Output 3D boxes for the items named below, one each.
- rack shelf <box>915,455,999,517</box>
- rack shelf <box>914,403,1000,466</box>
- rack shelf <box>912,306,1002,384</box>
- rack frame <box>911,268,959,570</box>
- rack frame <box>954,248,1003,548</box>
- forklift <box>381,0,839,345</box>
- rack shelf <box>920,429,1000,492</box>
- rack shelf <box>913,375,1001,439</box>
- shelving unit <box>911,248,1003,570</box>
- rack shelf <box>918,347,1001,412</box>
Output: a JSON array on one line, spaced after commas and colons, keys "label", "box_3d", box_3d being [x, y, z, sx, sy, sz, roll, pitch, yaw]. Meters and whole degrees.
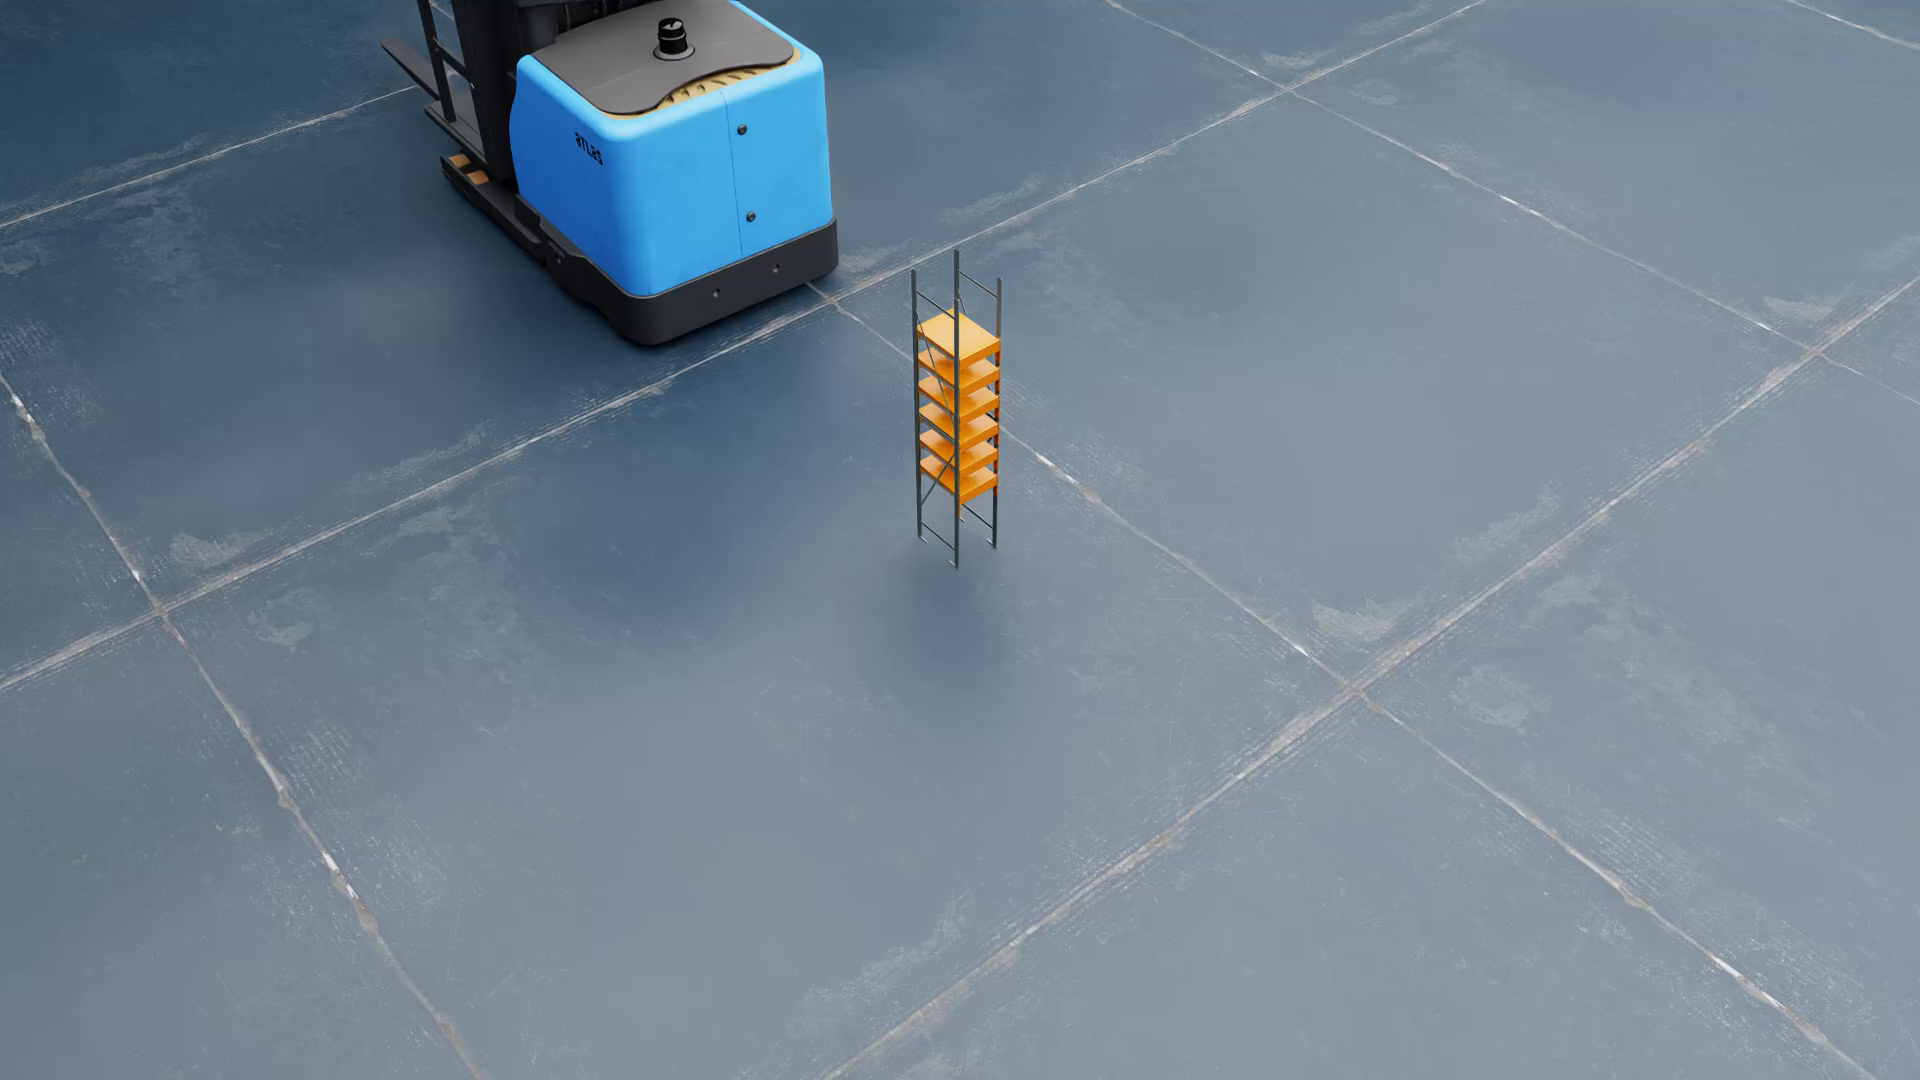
[{"label": "rack shelf", "box_3d": [-0.011, -0.224, 6.027, 0.180, 0.103, 0.258, -30, 51, -28]}, {"label": "rack shelf", "box_3d": [-0.011, -0.399, 5.863, 0.180, 0.103, 0.258, -30, 51, -28]}, {"label": "rack shelf", "box_3d": [-0.011, -0.661, 5.616, 0.180, 0.103, 0.258, -30, 51, -28]}, {"label": "rack frame", "box_3d": [-0.081, -0.391, 5.790, 0.006, 1.200, 0.240, -30, 51, -28]}, {"label": "rack frame", "box_3d": [0.059, -0.471, 5.875, 0.006, 1.200, 0.240, -30, 51, -28]}, {"label": "forklift", "box_3d": [-1.845, -2.849, 7.142, 1.130, 2.935, 3.031, -28, 50, -27]}, {"label": "rack shelf", "box_3d": [-0.011, -0.311, 5.945, 0.180, 0.103, 0.258, -30, 51, -28]}, {"label": "rack shelf", "box_3d": [-0.011, -0.486, 5.781, 0.180, 0.103, 0.258, -30, 51, -28]}, {"label": "shelving unit", "box_3d": [-0.011, -0.431, 5.832, 0.189, 1.200, 0.258, -30, 51, -28]}, {"label": "rack shelf", "box_3d": [-0.011, -0.574, 5.699, 0.180, 0.103, 0.258, -30, 51, -28]}]
